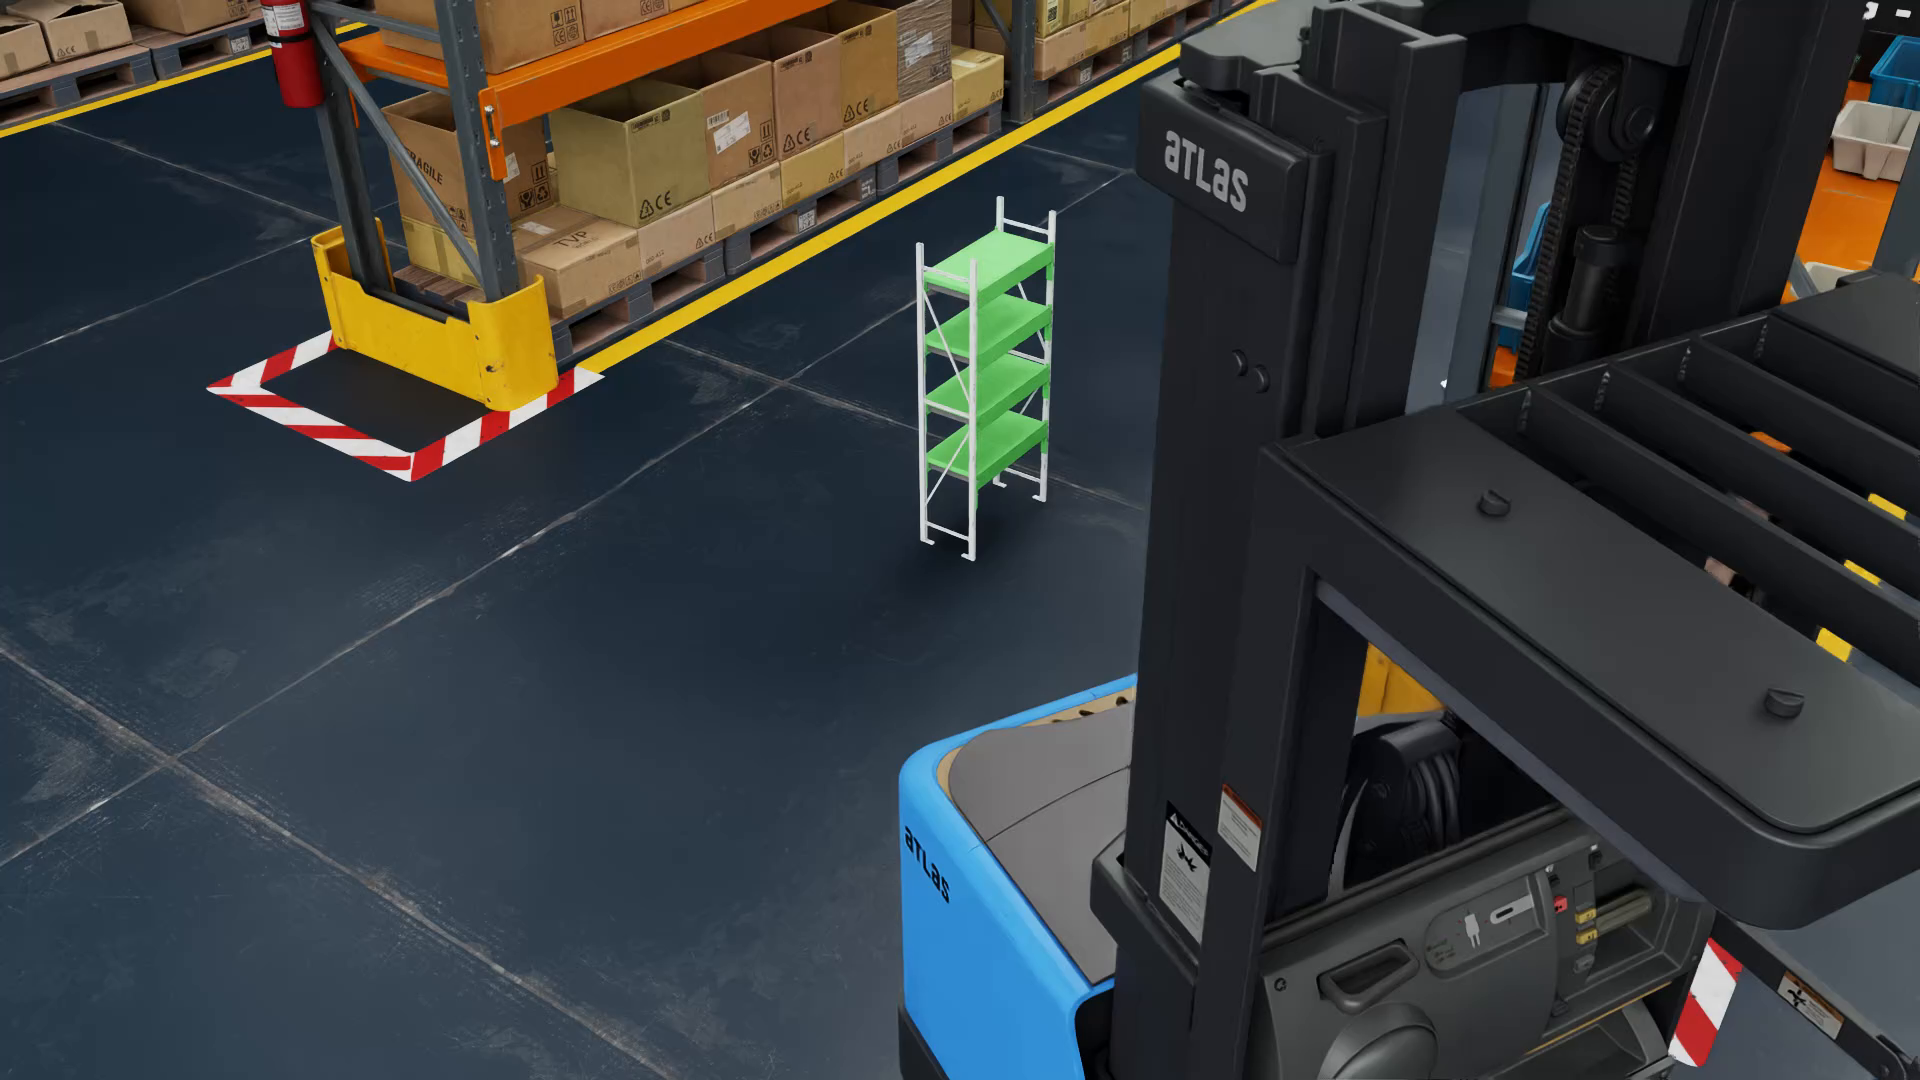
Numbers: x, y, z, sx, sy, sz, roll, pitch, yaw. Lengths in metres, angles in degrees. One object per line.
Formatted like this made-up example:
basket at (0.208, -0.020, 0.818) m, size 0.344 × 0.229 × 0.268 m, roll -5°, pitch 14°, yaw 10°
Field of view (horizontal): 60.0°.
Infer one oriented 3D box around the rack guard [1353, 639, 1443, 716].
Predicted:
rack guard at (1.784, 0.521, 5.034) m, size 1.175 × 0.500 × 0.348 m, roll 21°, pitch 39°, yaw 28°

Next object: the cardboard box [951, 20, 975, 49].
cardboard box at (-0.009, -3.208, 10.395) m, size 0.500 × 0.250 × 0.500 m, roll 21°, pitch 39°, yaw 28°

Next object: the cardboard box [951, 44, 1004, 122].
cardboard box at (-0.092, -2.641, 9.558) m, size 0.500 × 0.250 × 0.500 m, roll 21°, pitch 39°, yaw 28°

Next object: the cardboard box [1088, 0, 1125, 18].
cardboard box at (0.723, -3.496, 10.321) m, size 0.500 × 0.311 × 0.500 m, roll 21°, pitch 39°, yaw 28°

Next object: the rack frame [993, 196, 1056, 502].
rack frame at (0.234, -0.685, 6.193) m, size 0.240 × 1.200 × 0.015 m, roll 21°, pitch 39°, yaw 28°

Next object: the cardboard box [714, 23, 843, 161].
cardboard box at (-0.942, -2.259, 8.324) m, size 0.500 × 0.500 × 0.500 m, roll 21°, pitch 39°, yaw 28°

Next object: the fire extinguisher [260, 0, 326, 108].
fire extinguisher at (-2.737, -2.111, 6.762) m, size 0.296 × 0.674 × 0.183 m, roll 21°, pitch 39°, yaw 28°

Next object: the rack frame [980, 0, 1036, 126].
rack frame at (-0.007, -3.889, 9.324) m, size 1.000 × 3.000 × 0.127 m, roll 21°, pitch 39°, yaw 28°

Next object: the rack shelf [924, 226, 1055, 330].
rack shelf at (0.094, -0.918, 5.793) m, size 0.258 × 0.148 × 0.480 m, roll 21°, pitch 39°, yaw 28°

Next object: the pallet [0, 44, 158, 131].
pallet at (-5.824, -2.872, 10.308) m, size 1.003 × 0.211 × 1.213 m, roll 21°, pitch 39°, yaw 28°

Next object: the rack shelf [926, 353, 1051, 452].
rack shelf at (0.094, -0.520, 6.062) m, size 0.258 × 0.148 × 0.480 m, roll 21°, pitch 39°, yaw 28°

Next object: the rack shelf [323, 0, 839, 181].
rack shelf at (-1.147, -2.671, 8.164) m, size 1.077 × 0.370 × 4.000 m, roll 21°, pitch 39°, yaw 28°

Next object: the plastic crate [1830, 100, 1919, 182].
plastic crate at (3.342, -1.368, 5.831) m, size 0.530 × 0.136 × 0.437 m, roll 21°, pitch 39°, yaw 28°

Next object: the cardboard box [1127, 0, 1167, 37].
cardboard box at (1.012, -3.505, 10.835) m, size 0.500 × 0.250 × 0.500 m, roll 20°, pitch 39°, yaw 27°

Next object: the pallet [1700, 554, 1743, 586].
pallet at (2.252, 0.268, 5.665) m, size 1.003 × 0.211 × 1.213 m, roll 21°, pitch 39°, yaw 28°

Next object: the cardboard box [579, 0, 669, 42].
cardboard box at (-1.716, -2.544, 7.245) m, size 0.700 × 0.500 × 0.500 m, roll 22°, pitch 40°, yaw 29°

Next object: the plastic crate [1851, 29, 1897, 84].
plastic crate at (3.657, -2.080, 6.703) m, size 0.767 × 0.338 × 0.504 m, roll 21°, pitch 39°, yaw 28°

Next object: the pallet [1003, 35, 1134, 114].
pallet at (0.381, -3.086, 10.625) m, size 1.003 × 0.211 × 1.213 m, roll 21°, pitch 39°, yaw 28°

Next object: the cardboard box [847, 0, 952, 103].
cardboard box at (-0.387, -2.725, 9.013) m, size 0.500 × 0.500 × 0.500 m, roll 21°, pitch 39°, yaw 28°

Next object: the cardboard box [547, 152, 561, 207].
cardboard box at (-1.950, -1.659, 8.105) m, size 0.500 × 0.250 × 0.500 m, roll 21°, pitch 39°, yaw 28°

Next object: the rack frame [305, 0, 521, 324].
rack frame at (-2.288, -2.049, 6.602) m, size 1.000 × 3.000 × 0.127 m, roll 21°, pitch 39°, yaw 28°

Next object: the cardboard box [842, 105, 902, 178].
cardboard box at (-0.658, -2.179, 8.875) m, size 0.500 × 0.250 × 0.500 m, roll 21°, pitch 39°, yaw 28°

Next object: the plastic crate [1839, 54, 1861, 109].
plastic crate at (3.054, -1.683, 6.251) m, size 0.450 × 0.188 × 0.662 m, roll 21°, pitch 39°, yaw 28°

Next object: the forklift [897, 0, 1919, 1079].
forklift at (0.977, 0.750, 2.525) m, size 1.130 × 2.935 × 3.031 m, roll -16°, pitch 37°, yaw -23°

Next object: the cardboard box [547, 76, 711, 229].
cardboard box at (-1.516, -1.801, 7.645) m, size 0.500 × 0.500 × 0.500 m, roll 21°, pitch 39°, yaw 28°

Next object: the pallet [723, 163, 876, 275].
pallet at (-1.190, -1.818, 8.750) m, size 1.003 × 0.211 × 1.213 m, roll 21°, pitch 39°, yaw 28°

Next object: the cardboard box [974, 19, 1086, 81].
cardboard box at (0.426, -3.031, 10.134) m, size 0.500 × 0.250 × 0.500 m, roll 20°, pitch 39°, yaw 27°

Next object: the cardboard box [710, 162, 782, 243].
cardboard box at (-1.232, -1.721, 8.196) m, size 0.500 × 0.250 × 0.500 m, roll 21°, pitch 39°, yaw 28°

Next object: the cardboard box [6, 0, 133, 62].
cardboard box at (-5.566, -3.250, 10.385) m, size 0.500 × 0.311 × 0.500 m, roll 25°, pitch 41°, yaw 32°

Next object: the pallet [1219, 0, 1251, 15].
pallet at (1.772, -4.209, 12.285) m, size 1.003 × 0.211 × 1.213 m, roll 21°, pitch 39°, yaw 28°

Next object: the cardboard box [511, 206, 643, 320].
cardboard box at (-1.799, -1.259, 7.514) m, size 0.500 × 0.250 × 0.500 m, roll 21°, pitch 39°, yaw 28°

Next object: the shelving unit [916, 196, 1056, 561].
shelving unit at (0.094, -0.573, 6.027) m, size 0.258 × 1.200 × 0.503 m, roll 21°, pitch 39°, yaw 28°
